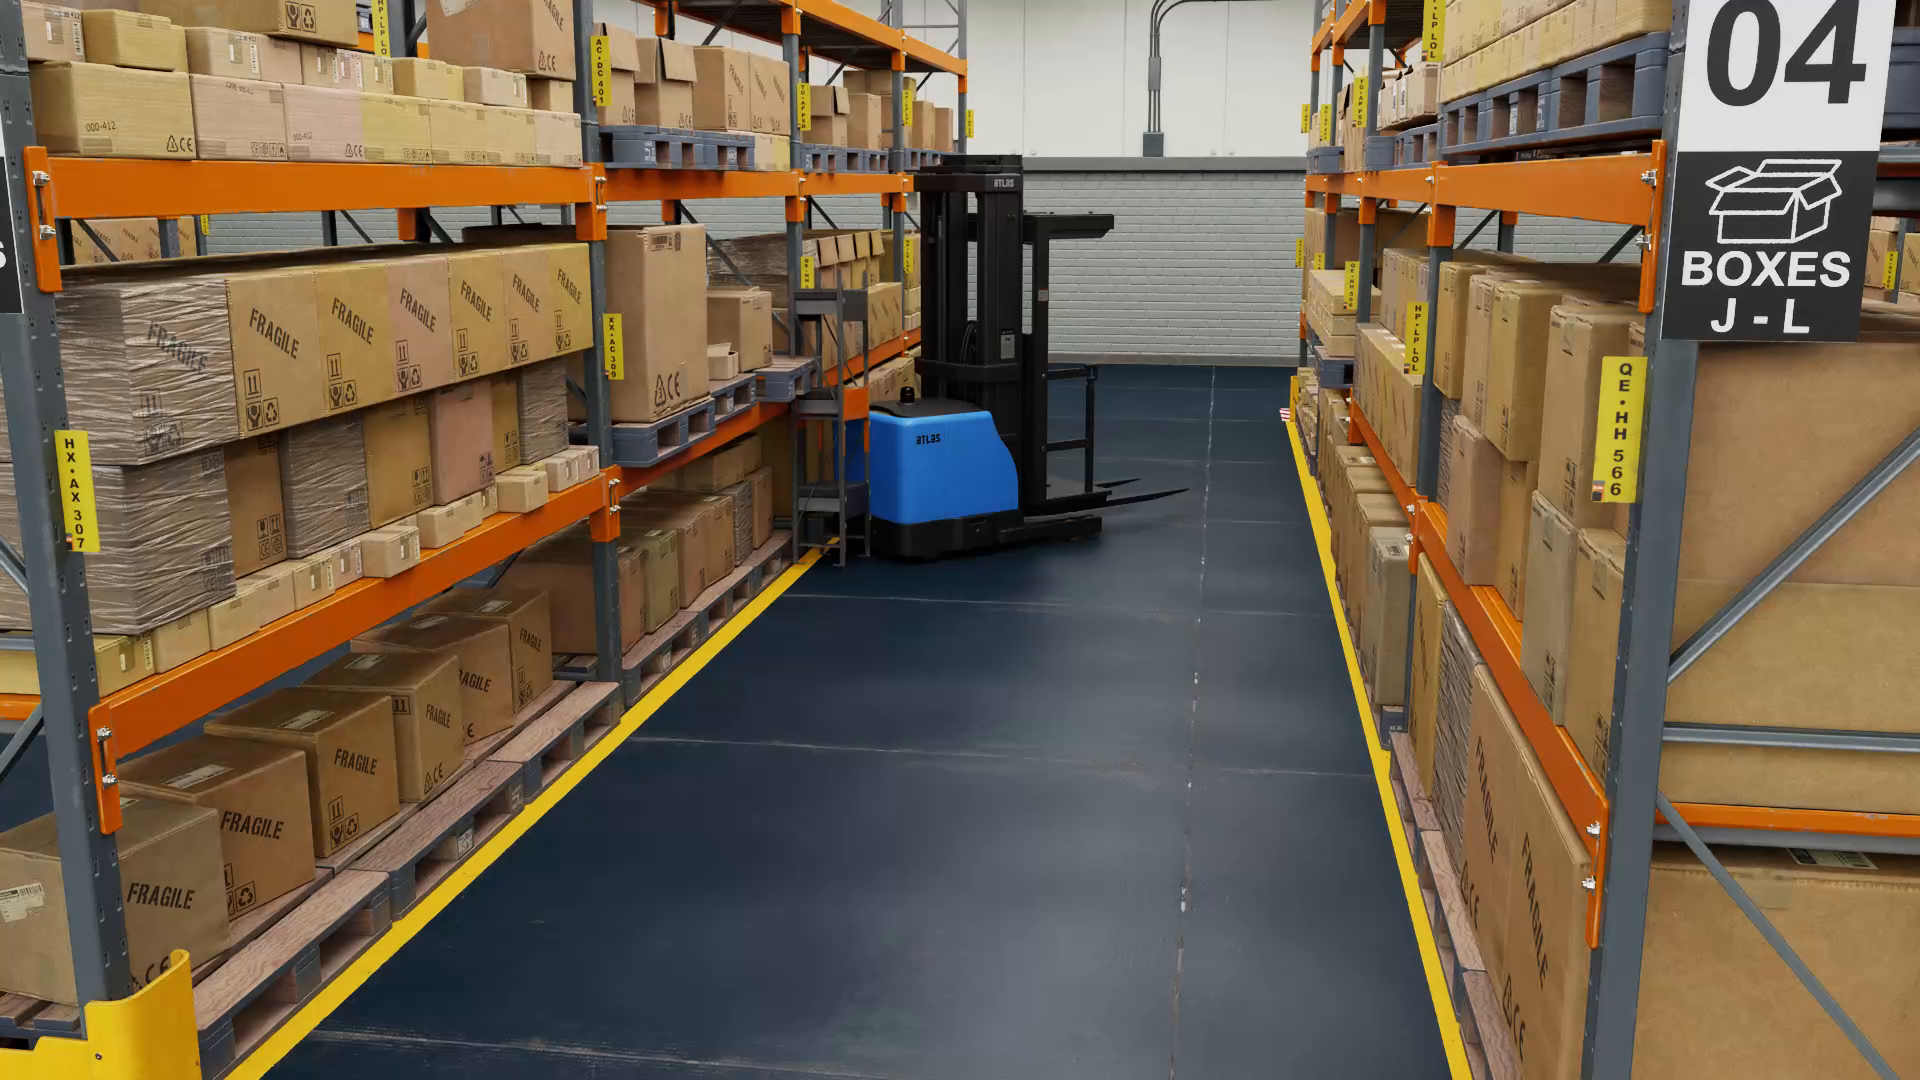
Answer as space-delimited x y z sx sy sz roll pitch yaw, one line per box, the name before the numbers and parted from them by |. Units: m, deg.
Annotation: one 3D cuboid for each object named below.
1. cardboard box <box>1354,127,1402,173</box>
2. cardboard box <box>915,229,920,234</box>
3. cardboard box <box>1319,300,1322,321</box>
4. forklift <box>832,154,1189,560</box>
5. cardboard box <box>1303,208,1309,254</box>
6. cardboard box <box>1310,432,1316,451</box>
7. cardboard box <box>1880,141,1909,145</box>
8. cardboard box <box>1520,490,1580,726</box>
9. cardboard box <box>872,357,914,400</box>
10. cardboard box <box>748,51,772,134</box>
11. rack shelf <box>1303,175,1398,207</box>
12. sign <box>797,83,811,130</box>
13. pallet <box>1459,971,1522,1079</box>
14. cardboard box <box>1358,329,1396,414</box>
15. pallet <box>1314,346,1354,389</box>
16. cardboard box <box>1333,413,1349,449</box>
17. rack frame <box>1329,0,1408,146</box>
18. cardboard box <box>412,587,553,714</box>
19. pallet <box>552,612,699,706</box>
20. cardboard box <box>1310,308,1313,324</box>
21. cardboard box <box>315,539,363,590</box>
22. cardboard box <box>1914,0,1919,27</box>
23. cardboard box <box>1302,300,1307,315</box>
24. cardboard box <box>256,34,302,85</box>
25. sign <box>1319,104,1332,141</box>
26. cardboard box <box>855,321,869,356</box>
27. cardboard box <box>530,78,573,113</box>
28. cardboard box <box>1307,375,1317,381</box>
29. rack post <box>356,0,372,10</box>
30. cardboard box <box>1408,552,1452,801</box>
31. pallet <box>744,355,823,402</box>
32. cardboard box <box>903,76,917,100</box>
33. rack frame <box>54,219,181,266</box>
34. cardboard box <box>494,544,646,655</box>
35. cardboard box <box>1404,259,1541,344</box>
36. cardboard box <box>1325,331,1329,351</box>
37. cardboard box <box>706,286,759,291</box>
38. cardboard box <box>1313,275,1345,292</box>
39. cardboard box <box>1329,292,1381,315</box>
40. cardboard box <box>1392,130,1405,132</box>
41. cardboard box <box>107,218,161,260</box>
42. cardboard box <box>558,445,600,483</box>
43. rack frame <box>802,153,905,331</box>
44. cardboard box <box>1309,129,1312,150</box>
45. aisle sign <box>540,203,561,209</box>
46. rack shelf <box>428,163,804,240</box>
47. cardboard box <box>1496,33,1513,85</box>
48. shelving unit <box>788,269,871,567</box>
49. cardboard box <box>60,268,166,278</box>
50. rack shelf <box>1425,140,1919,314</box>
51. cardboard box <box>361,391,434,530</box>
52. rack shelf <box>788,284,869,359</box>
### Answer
cardboard box | 3.069 -2.849 11.737 0.500 0.500 0.500 2 12 9
cardboard box | -0.238 -3.383 19.440 0.500 0.500 0.500 2 12 9
cardboard box | 3.055 -1.821 13.216 0.380 0.149 0.250 2 12 10
forklift | 0.504 -1.511 13.047 3.031 2.935 1.130 -9 15 -35
cardboard box | 4.131 -3.470 18.660 0.500 0.500 0.500 2 12 8
cardboard box | 3.571 -0.944 16.023 0.380 0.149 0.250 2 12 9
cardboard box | 8.536 -3.698 14.999 0.396 0.266 0.258 2 12 10
cardboard box | 2.077 0.191 4.630 0.875 0.550 0.550 2 12 9
cardboard box | -1.117 -1.254 15.739 1.225 0.875 0.875 2 12 9
cardboard box | -1.548 -2.934 10.942 0.500 0.500 0.500 2 12 9
rack shelf | 4.155 -3.571 17.029 1.077 0.370 4.000 2 12 9
sign | -1.117 -3.090 11.863 0.100 0.325 0.005 2 12 9
pallet | 2.048 1.653 4.824 1.003 0.211 1.213 2 12 9
cardboard box | 2.821 -1.065 10.578 0.500 0.500 0.500 2 12 8
pallet | 3.237 -1.265 12.198 1.213 0.211 1.003 2 12 9
cardboard box | 3.145 -0.813 12.803 0.500 0.250 0.500 2 12 9
rack frame | 3.847 -4.972 14.705 1.000 3.000 0.127 2 12 9
cardboard box | -2.369 0.543 8.292 0.500 0.500 0.500 1 12 7
pallet | -2.150 0.645 9.499 1.003 0.211 1.213 2 12 9
cardboard box | 3.253 -1.945 14.498 0.380 0.149 0.250 2 12 9
cardboard box | -2.419 0.087 6.064 0.380 0.149 0.250 2 12 9
cardboard box | 2.371 -1.200 3.685 0.380 0.149 0.250 2 12 9
cardboard box | 3.996 -2.584 18.460 0.380 0.149 0.250 2 12 7
cardboard box | -2.406 -1.573 5.463 0.380 0.149 0.250 2 12 9
sign | 3.310 -3.775 15.041 0.100 0.325 0.005 2 12 9
cardboard box | -1.078 -1.848 14.211 0.500 0.500 0.500 2 12 9
cardboard box | -2.033 -2.067 7.753 0.380 0.149 0.250 2 12 10
cardboard box | 4.001 -1.713 18.179 0.380 0.149 0.250 1 12 6
rack post | -6.093 -5.103 15.492 0.937 0.300 0.954 2 12 8
cardboard box | 2.451 0.588 7.192 0.875 0.875 0.875 2 12 10
pallet | -1.658 -1.143 11.633 1.213 0.211 1.003 2 12 9
cardboard box | -0.743 -4.770 17.634 0.500 0.250 0.500 1 12 7
rack frame | -6.547 -1.549 13.061 1.000 3.000 0.127 2 12 9
cardboard box | -2.153 0.324 9.260 0.700 0.500 0.500 1 12 4
cardboard box | 2.922 -1.333 9.447 0.700 0.500 0.500 2 12 8
cardboard box | 2.894 -1.459 12.241 0.380 0.149 0.250 2 12 8
cardboard box | -1.697 -1.529 11.734 0.500 0.500 0.500 0 12 2
cardboard box | 3.213 -2.182 14.187 0.380 0.149 0.250 2 12 8
cardboard box | 2.855 -1.697 11.935 0.380 0.149 0.250 1 12 6
cardboard box | 3.023 -2.740 10.831 0.380 0.149 0.250 1 12 6
cardboard box | -10.084 -3.707 20.462 0.500 0.500 0.500 2 12 10
cardboard box | -2.011 -0.379 8.228 0.380 0.149 0.250 2 12 9
rack frame | -1.038 -2.221 16.180 1.000 3.000 0.127 2 12 9
cardboard box | 4.137 -4.425 18.453 0.500 0.250 0.500 2 12 10
aisle sign | -5.016 -4.491 20.540 0.394 0.787 0.004 2 12 9
rack shelf | -1.961 -2.087 10.145 1.077 0.370 4.000 2 12 9
cardboard box | 1.991 -1.590 5.496 0.380 0.149 0.250 2 12 9
shelving unit | -0.938 -0.891 12.042 0.431 2.100 0.503 3 8 18
cardboard box | -2.972 -0.633 5.494 0.500 0.500 0.500 2 12 9
rack shelf | 2.309 -1.073 5.438 1.077 0.370 4.000 2 12 9
cardboard box | -2.605 -0.346 6.533 0.875 0.500 0.500 2 12 9
rack shelf | -0.939 -1.571 11.948 0.431 0.518 0.480 3 8 18
